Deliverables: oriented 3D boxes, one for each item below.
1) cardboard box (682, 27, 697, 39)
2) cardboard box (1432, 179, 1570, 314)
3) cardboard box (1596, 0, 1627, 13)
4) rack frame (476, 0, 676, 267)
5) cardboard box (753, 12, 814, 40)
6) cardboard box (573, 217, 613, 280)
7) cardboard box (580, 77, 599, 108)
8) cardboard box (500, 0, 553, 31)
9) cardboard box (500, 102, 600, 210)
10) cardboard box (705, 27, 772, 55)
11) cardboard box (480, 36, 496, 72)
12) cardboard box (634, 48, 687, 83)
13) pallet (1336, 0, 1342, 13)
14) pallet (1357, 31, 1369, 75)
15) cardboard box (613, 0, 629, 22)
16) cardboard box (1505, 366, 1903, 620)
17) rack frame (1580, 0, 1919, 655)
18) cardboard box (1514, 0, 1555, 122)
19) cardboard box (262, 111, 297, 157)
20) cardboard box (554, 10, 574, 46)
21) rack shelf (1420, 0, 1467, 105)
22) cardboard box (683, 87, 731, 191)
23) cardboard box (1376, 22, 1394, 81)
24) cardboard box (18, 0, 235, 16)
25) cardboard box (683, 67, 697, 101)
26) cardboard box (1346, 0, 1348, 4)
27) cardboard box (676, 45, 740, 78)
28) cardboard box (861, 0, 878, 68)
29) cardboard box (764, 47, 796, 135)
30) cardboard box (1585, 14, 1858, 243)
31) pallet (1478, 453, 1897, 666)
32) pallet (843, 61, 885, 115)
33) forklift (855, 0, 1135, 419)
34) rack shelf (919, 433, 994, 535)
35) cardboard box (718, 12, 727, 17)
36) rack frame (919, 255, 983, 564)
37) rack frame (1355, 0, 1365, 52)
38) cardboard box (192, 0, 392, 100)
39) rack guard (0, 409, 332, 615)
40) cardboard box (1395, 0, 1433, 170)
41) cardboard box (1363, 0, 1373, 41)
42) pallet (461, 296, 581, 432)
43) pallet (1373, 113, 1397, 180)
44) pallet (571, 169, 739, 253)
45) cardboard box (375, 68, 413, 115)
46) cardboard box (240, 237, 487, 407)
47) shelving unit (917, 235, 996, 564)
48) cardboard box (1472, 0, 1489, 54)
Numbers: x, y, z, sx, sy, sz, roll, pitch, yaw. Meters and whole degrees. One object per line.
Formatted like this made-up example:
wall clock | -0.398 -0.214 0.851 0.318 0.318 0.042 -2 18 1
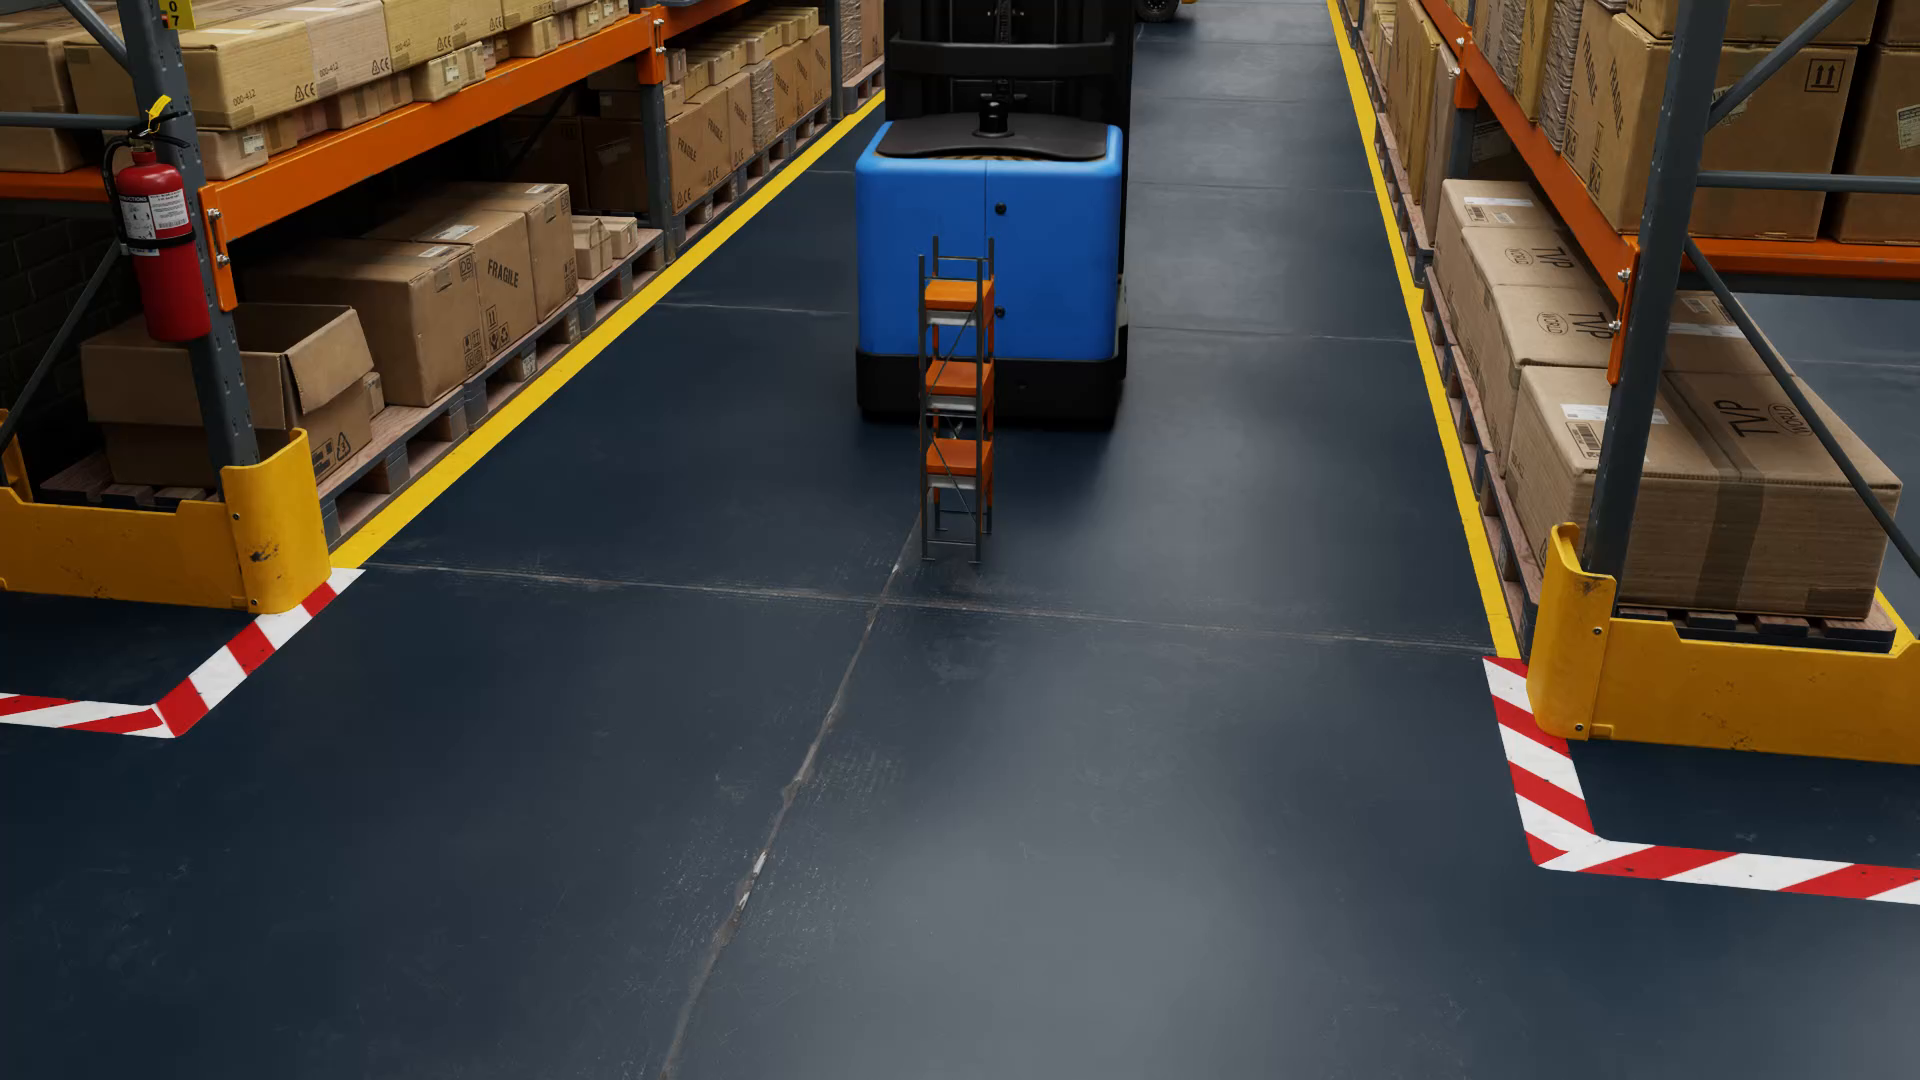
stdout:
cardboard box | -1.935 -3.262 10.869 0.380 0.149 0.250 3 25 7
cardboard box | 2.656 -1.305 7.526 0.875 0.438 0.875 4 25 8
cardboard box | 2.111 -1.794 4.747 0.500 0.500 0.500 4 25 9
rack frame | -2.033 -2.872 8.348 1.000 3.000 0.127 4 25 9
cardboard box | -1.224 -3.557 11.498 0.380 0.149 0.250 3 25 6
cardboard box | -1.893 -1.422 7.978 0.396 0.266 0.258 5 26 10
cardboard box | -2.220 -2.509 9.259 0.380 0.149 0.250 4 25 9
cardboard box | -2.038 -2.291 6.932 0.500 0.250 0.500 4 25 8
cardboard box | -2.245 -2.156 9.271 0.500 0.500 0.500 4 25 8
cardboard box | -1.439 -3.238 10.817 0.380 0.149 0.250 4 25 8
cardboard box | -2.106 -1.964 6.703 0.380 0.149 0.250 4 25 8
cardboard box | -1.717 -2.602 9.109 0.380 0.149 0.250 3 25 6
pallet | 4.645 -5.917 18.141 1.003 0.211 1.213 4 25 9
pallet | 4.046 -4.287 14.660 1.003 0.211 1.213 4 25 9
cardboard box | -1.836 -2.608 8.079 0.380 0.149 0.250 4 25 9
cardboard box | 2.220 -0.170 5.101 0.875 0.438 0.875 3 25 7
rack frame | 2.211 -0.857 4.043 1.000 3.000 0.127 4 25 9
cardboard box | 2.271 -1.764 5.862 0.500 0.500 0.500 5 26 10
cardboard box | -2.367 -1.314 5.314 0.380 0.149 0.250 5 25 10
cardboard box | -1.946 -2.279 7.377 0.380 0.149 0.250 5 25 10
rack shelf | 3.191 -3.041 9.556 1.077 0.370 4.000 4 25 9
cardboard box | -1.655 -2.340 9.665 0.500 0.500 0.500 4 25 8
cardboard box | 3.733 -3.748 12.823 0.950 0.372 0.625 4 25 8
cardboard box | -2.788 -1.693 5.654 0.500 0.250 0.500 4 25 9
cardboard box | -1.712 -2.585 9.423 0.380 0.149 0.250 3 25 6
cardboard box | 4.168 -5.522 16.758 0.500 0.250 0.500 4 25 9
cardboard box | -1.561 -2.906 10.109 0.380 0.149 0.250 5 26 10
cardboard box | -1.165 -4.194 13.477 0.875 0.625 0.625 5 26 10
cardboard box | -1.412 -2.984 11.040 0.500 0.500 0.500 5 26 11
cardboard box | 2.028 -1.122 4.492 0.500 0.500 0.500 4 25 9
pallet | 2.264 0.066 5.360 1.003 0.211 1.213 4 25 9
pallet | -1.206 -3.624 13.243 1.003 0.211 1.213 4 25 9
forklift | 0.235 -2.400 7.420 1.130 2.935 3.031 2 25 5
rack shelf | -0.009 -0.192 5.602 0.215 0.259 0.240 4 25 9
cardboard box | -1.842 -3.591 11.572 0.380 0.149 0.250 5 26 10
rack frame | -0.029 -0.402 5.371 0.200 1.050 0.008 4 25 9
rack frame | 4.172 -5.876 14.765 1.000 3.000 0.127 4 25 9
cardboard box | -2.265 -1.648 5.559 0.500 0.250 0.500 4 25 9
rack guard | -2.675 -0.099 5.372 1.175 0.500 0.348 4 25 9
cardboard box | 3.173 -2.775 10.151 0.875 0.875 0.875 4 25 9
cardboard box | 4.088 -4.656 14.764 0.950 0.372 0.625 4 25 9
pallet | -2.343 -0.810 7.233 1.003 0.211 1.213 4 25 9
pallet | 3.315 -2.615 11.089 1.003 0.211 1.213 4 25 9
pallet | -1.938 -1.952 9.672 1.003 0.211 1.213 4 25 9
cardboard box | -2.218 -1.639 6.009 0.380 0.149 0.250 4 25 9
cardboard box | -2.315 -0.862 6.505 0.700 0.500 0.500 5 26 11
shelving unit | -0.009 -0.453 5.480 0.215 1.050 0.252 4 25 9
cardboard box | 2.529 -2.397 7.215 0.500 0.500 0.500 5 26 10
